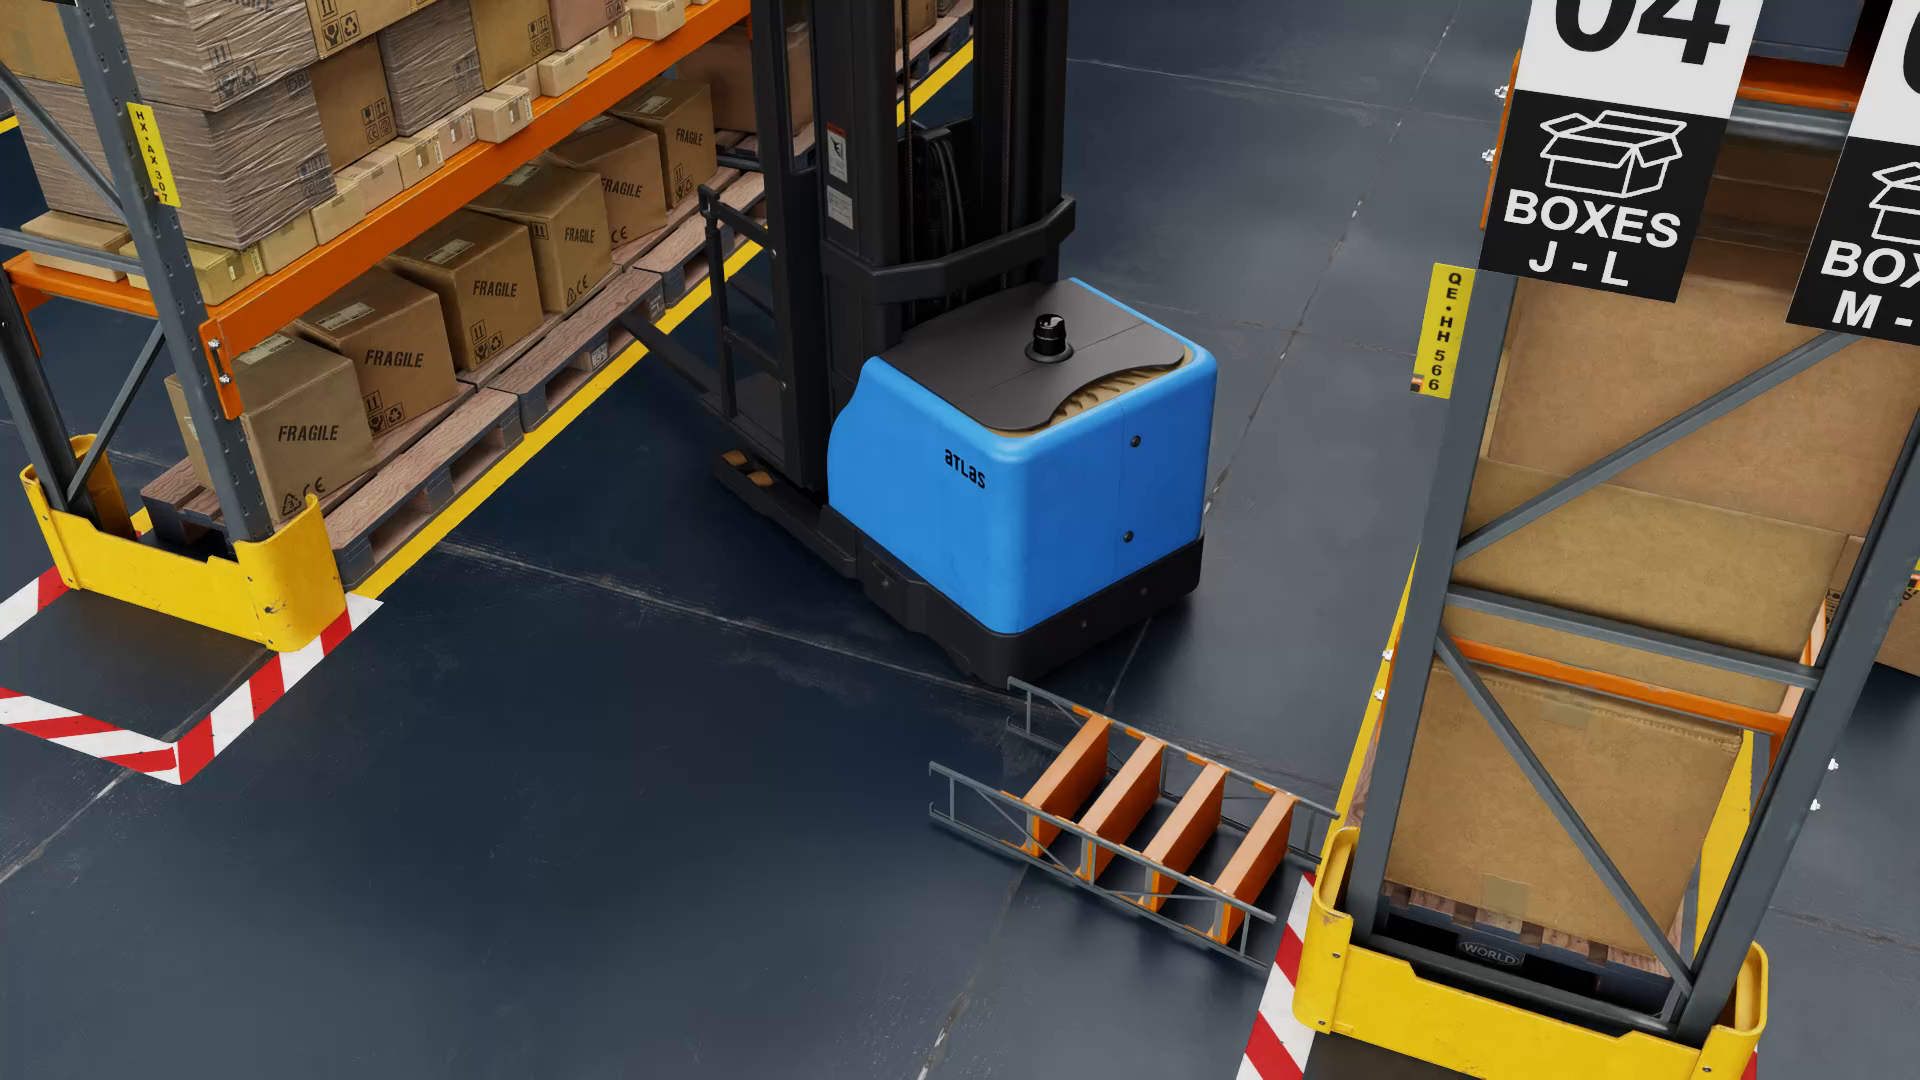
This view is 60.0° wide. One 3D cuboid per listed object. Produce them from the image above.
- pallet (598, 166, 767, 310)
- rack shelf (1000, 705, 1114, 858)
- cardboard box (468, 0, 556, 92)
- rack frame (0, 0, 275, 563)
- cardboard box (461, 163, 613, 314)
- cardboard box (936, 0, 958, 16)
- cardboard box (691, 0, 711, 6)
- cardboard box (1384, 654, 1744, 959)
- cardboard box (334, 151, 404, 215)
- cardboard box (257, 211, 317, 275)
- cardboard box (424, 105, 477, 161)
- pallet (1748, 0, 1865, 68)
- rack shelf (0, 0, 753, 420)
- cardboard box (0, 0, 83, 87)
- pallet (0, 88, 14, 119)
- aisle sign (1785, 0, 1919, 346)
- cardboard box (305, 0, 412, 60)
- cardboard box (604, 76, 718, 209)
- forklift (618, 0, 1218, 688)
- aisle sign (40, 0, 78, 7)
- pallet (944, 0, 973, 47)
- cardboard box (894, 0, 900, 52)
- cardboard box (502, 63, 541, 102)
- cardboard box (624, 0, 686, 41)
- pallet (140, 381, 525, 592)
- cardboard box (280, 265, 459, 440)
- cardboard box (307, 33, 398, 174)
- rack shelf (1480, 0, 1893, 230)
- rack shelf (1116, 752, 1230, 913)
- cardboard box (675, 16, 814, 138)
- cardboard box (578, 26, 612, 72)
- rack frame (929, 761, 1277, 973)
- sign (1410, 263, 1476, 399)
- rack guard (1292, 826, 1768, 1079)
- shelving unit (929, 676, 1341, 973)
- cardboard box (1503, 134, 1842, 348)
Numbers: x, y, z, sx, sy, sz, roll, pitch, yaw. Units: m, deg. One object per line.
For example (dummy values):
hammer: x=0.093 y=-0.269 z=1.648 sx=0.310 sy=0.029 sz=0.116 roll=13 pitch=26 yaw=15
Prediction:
pallet: x=-1.676 y=-1.674 z=8.813 sx=1.003 sy=0.211 sz=1.213 roll=14 pitch=39 yaw=18
rack shelf: x=0.318 y=0.794 z=5.441 sx=0.148 sy=0.258 sz=0.480 roll=21 pitch=42 yaw=25
cardboard box: x=-2.230 y=-2.259 z=6.935 sx=0.875 sy=0.500 sz=0.500 roll=14 pitch=39 yaw=18
rack frame: x=-2.975 y=-0.956 z=5.524 sx=1.000 sy=3.000 sz=0.127 roll=14 pitch=39 yaw=18
cardboard box: x=-2.017 y=-1.445 z=7.915 sx=0.500 sy=0.500 sz=0.500 roll=11 pitch=38 yaw=14
cardboard box: x=-0.367 y=-3.875 z=11.149 sx=0.700 sy=0.500 sz=0.500 roll=11 pitch=38 yaw=14
cardboard box: x=-1.367 y=-2.748 z=8.131 sx=0.380 sy=0.149 sz=0.250 roll=14 pitch=39 yaw=18
cardboard box: x=1.770 y=0.522 z=4.970 sx=0.875 sy=0.875 sz=0.875 roll=14 pitch=39 yaw=18
cardboard box: x=-2.348 y=-1.371 z=6.289 sx=0.380 sy=0.149 sz=0.250 roll=14 pitch=39 yaw=18
cardboard box: x=-2.533 y=-1.093 z=5.917 sx=0.380 sy=0.149 sz=0.250 roll=14 pitch=39 yaw=18
cardboard box: x=-2.177 y=-1.653 z=6.665 sx=0.380 sy=0.149 sz=0.250 roll=14 pitch=39 yaw=18
pallet: x=1.846 y=-1.349 z=3.618 sx=1.003 sy=0.211 sz=1.213 roll=14 pitch=39 yaw=18
rack shelf: x=-2.214 y=-1.775 z=7.221 sx=1.077 sy=0.370 sz=4.000 roll=14 pitch=39 yaw=18
cardboard box: x=-2.994 y=-1.877 z=5.588 sx=0.500 sy=0.500 sz=0.500 roll=14 pitch=39 yaw=18
pallet: x=-6.328 y=-2.820 z=10.346 sx=1.003 sy=0.211 sz=1.213 roll=14 pitch=39 yaw=18
aisle sign: x=1.824 y=-0.704 z=3.015 sx=0.394 sy=0.787 sz=0.004 roll=14 pitch=39 yaw=18
cardboard box: x=-2.317 y=-2.033 z=5.798 sx=0.500 sy=0.500 sz=0.500 roll=14 pitch=39 yaw=18
cardboard box: x=-1.642 y=-2.125 z=8.825 sx=0.500 sy=0.500 sz=0.500 roll=13 pitch=39 yaw=16
forklift: x=-0.392 y=-1.465 z=6.261 sx=1.130 sy=2.935 sz=3.031 roll=-26 pitch=44 yaw=-30
aisle sign: x=-2.721 y=-1.895 z=4.608 sx=0.394 sy=0.787 sz=0.004 roll=14 pitch=39 yaw=18
pallet: x=-0.230 y=-3.836 z=11.706 sx=1.003 sy=0.211 sz=1.213 roll=14 pitch=39 yaw=18
cardboard box: x=-0.788 y=-3.250 z=10.314 sx=0.700 sy=0.500 sz=0.500 roll=11 pitch=38 yaw=14
cardboard box: x=-2.013 y=-1.936 z=7.045 sx=0.380 sy=0.149 sz=0.250 roll=14 pitch=39 yaw=18
cardboard box: x=-1.510 y=-2.459 z=7.745 sx=0.380 sy=0.149 sz=0.250 roll=14 pitch=39 yaw=18
pallet: x=-2.604 y=-0.323 z=7.006 sx=1.003 sy=0.211 sz=1.213 roll=14 pitch=39 yaw=18
cardboard box: x=-2.526 y=-0.804 z=7.057 sx=0.500 sy=0.500 sz=0.500 roll=25 pitch=43 yaw=29
cardboard box: x=-2.661 y=-1.718 z=6.211 sx=0.875 sy=0.500 sz=0.500 roll=14 pitch=39 yaw=18
rack shelf: x=2.334 y=-1.791 z=4.736 sx=1.077 sy=0.370 sz=4.000 roll=14 pitch=39 yaw=18
rack shelf: x=0.674 y=0.930 z=5.260 sx=0.148 sy=0.258 sz=0.480 roll=21 pitch=42 yaw=25
cardboard box: x=-1.200 y=-2.681 z=9.552 sx=0.700 sy=0.500 sz=0.500 roll=11 pitch=38 yaw=14
cardboard box: x=-1.785 y=-2.203 z=7.402 sx=0.380 sy=0.149 sz=0.250 roll=14 pitch=39 yaw=18
rack frame: x=0.411 y=1.003 z=5.162 sx=1.200 sy=0.240 sz=0.015 roll=21 pitch=42 yaw=25
sign: x=1.077 y=-0.460 z=3.695 sx=0.100 sy=0.325 sz=0.005 roll=14 pitch=39 yaw=18
rack guard: x=1.564 y=1.244 z=4.668 sx=1.175 sy=0.500 sz=0.348 roll=14 pitch=39 yaw=18
shelving unit: x=0.542 y=0.880 z=5.327 sx=1.200 sy=0.258 sz=0.503 roll=21 pitch=42 yaw=25
cardboard box: x=1.874 y=-0.785 z=4.268 sx=0.875 sy=0.550 sz=0.550 roll=14 pitch=39 yaw=18
